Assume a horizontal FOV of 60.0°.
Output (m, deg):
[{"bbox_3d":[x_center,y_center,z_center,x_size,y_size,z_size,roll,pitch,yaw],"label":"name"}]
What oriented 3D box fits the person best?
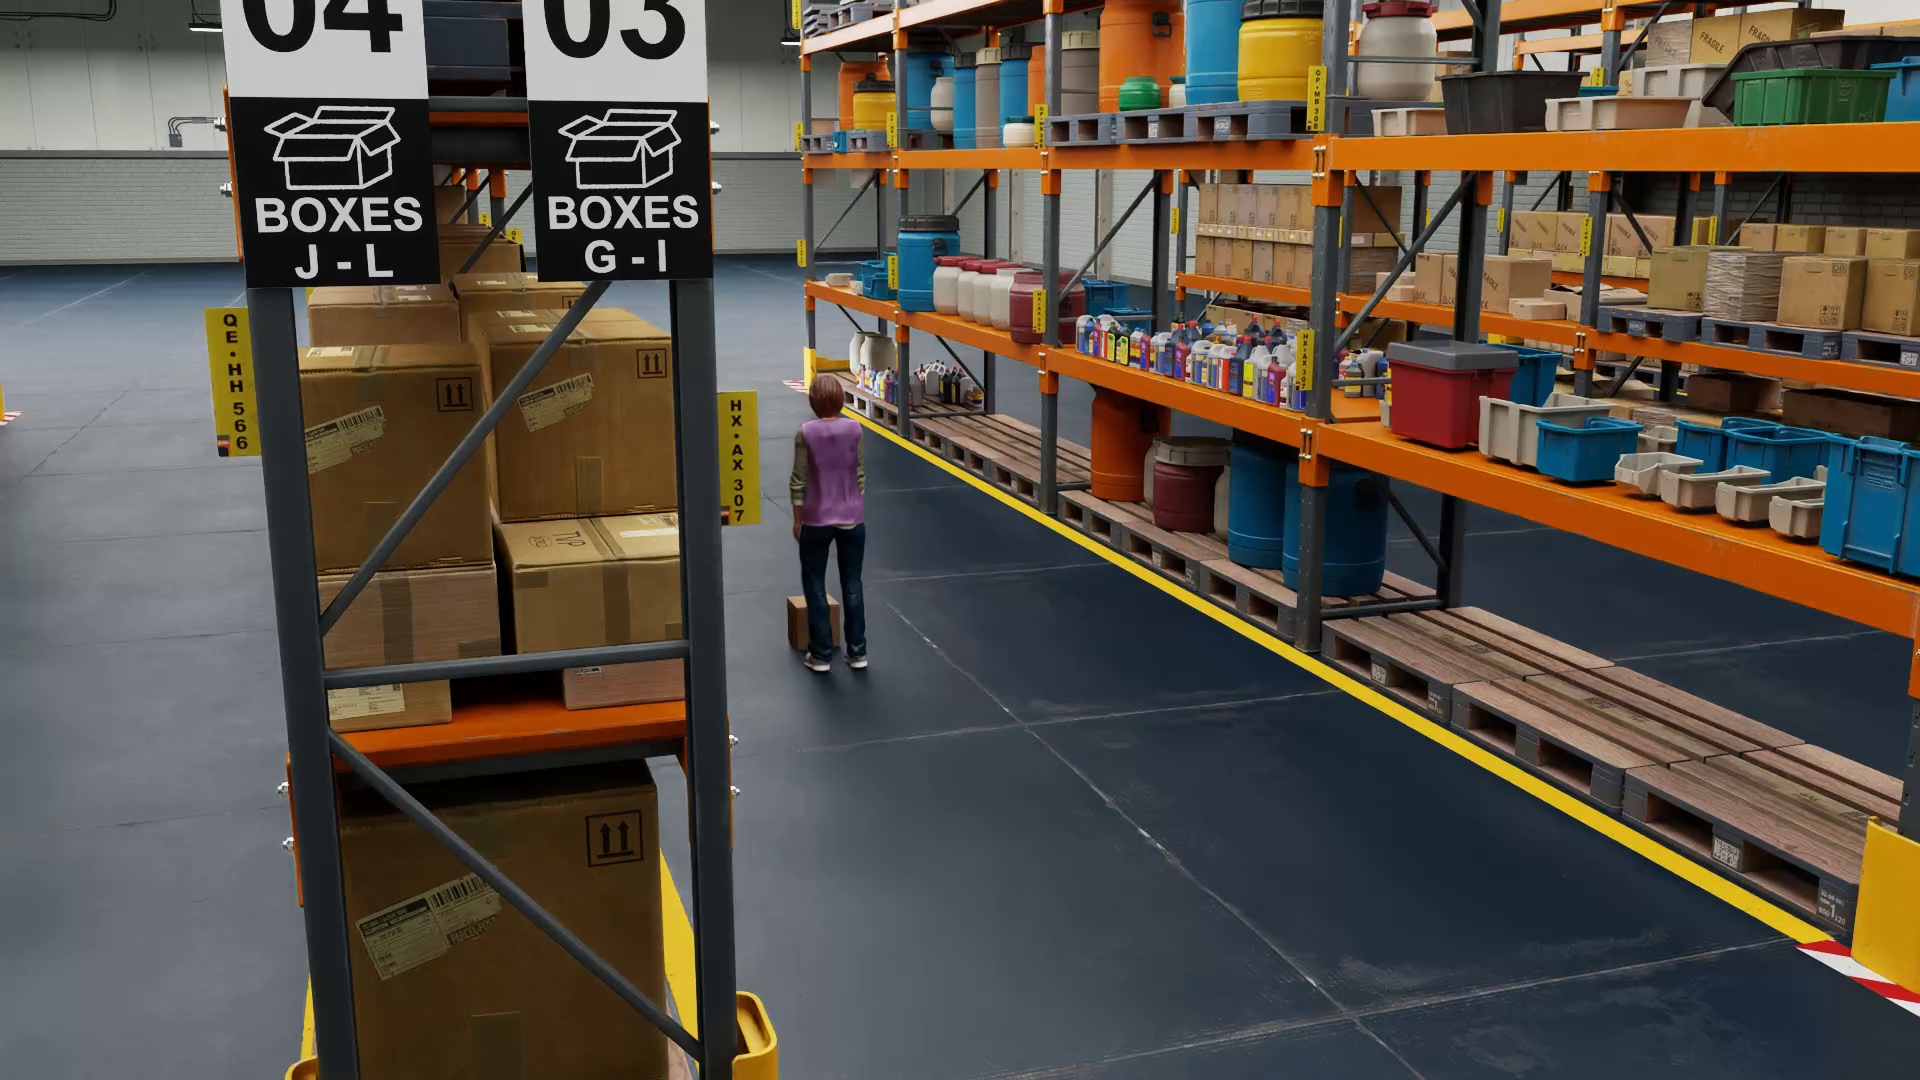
[{"bbox_3d":[-0.703,-0.073,8.885,0.409,1.577,0.301,-4,13,-17],"label":"person"}]
